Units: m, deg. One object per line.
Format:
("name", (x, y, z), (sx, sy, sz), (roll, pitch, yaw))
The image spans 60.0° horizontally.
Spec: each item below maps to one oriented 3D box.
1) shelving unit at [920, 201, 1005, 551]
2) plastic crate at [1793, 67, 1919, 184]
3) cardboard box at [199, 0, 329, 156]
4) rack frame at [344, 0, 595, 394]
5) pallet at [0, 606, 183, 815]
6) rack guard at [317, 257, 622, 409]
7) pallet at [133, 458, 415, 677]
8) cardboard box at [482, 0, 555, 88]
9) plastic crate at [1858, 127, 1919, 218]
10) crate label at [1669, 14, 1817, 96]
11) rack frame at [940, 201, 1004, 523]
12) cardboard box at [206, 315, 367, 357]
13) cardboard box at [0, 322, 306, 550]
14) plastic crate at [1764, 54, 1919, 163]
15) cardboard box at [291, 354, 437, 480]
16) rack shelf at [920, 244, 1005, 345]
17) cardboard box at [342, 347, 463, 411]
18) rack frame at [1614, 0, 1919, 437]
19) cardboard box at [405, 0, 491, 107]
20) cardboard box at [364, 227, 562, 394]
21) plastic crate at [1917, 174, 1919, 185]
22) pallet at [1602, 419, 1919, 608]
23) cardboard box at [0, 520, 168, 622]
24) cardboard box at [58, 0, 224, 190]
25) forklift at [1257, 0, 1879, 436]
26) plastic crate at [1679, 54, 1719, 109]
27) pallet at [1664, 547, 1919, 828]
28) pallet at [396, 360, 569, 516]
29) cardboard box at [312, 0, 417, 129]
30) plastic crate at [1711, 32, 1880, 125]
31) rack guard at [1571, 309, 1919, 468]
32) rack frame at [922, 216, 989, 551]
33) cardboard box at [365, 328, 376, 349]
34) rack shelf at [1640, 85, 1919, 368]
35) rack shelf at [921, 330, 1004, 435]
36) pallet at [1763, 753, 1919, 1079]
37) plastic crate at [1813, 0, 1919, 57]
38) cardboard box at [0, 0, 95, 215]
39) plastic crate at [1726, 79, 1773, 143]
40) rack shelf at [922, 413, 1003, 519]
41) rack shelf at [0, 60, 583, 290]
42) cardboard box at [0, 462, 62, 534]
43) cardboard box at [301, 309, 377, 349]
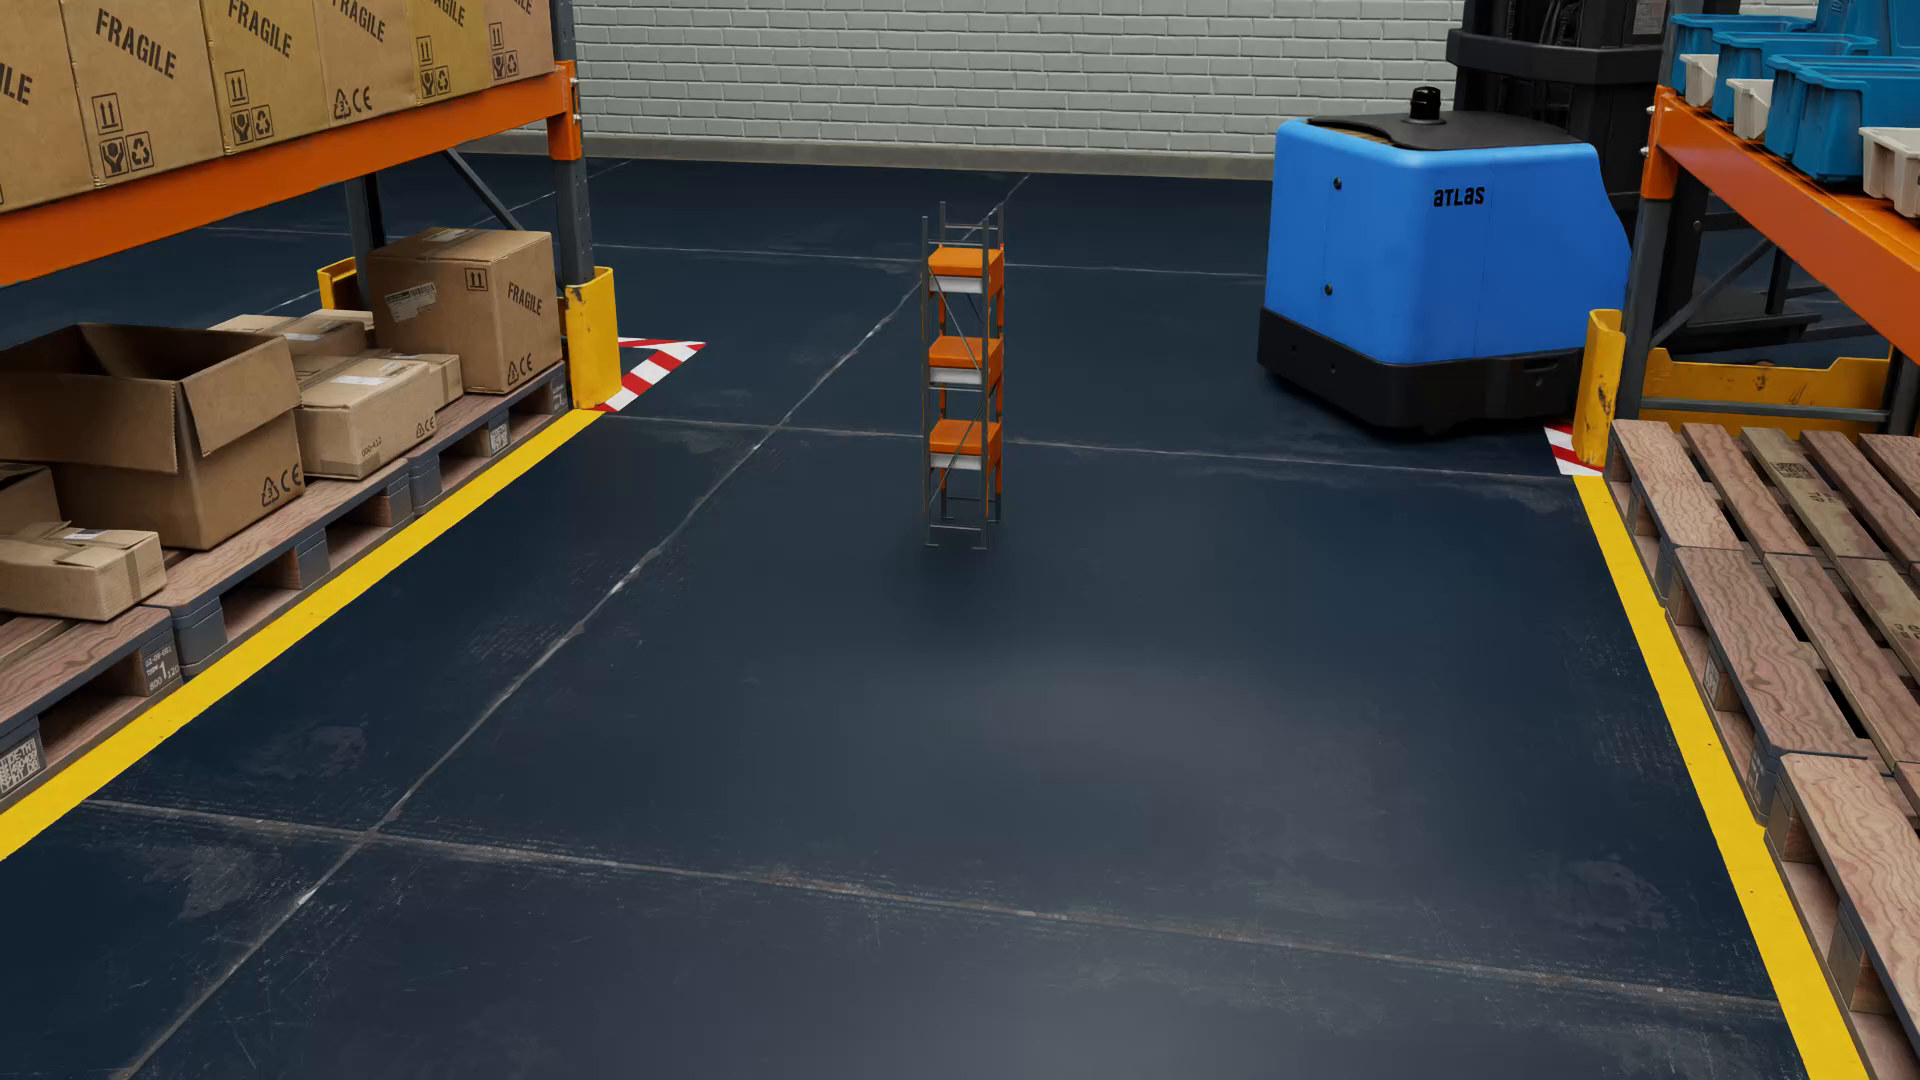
("shelving unit", (0.011, -0.507, 5.206), (0.215, 1.050, 0.252), (4, 22, 11))
("plastic crate", (2.161, -0.960, 3.867), (0.416, 0.233, 0.300), (4, 22, 11))
("cardboard box", (-2.122, -1.351, 4.560), (0.500, 0.500, 0.500), (4, 22, 10))
("rack frame", (-1.985, -2.046, 6.418), (1.000, 3.000, 0.127), (4, 22, 11))
("pallet", (-2.660, 0.460, 3.930), (1.003, 0.211, 1.213), (4, 22, 11))
("rack guard", (-2.000, -0.858, 6.816), (1.175, 0.500, 0.348), (4, 22, 11))
("pallet", (-2.413, 0.012, 5.041), (1.003, 0.211, 1.213), (4, 22, 11))
("cardboard box", (-1.810, -1.908, 5.941), (0.500, 0.500, 0.500), (5, 23, 13))
("plastic crate", (2.108, -0.769, 3.521), (0.293, 0.136, 0.466), (4, 22, 11))
("crate label", (2.491, -1.552, 5.335), (0.416, 0.233, 0.303), (4, 22, 11))
("rack frame", (0.036, -0.551, 5.317), (0.200, 1.050, 0.008), (4, 22, 11))
("cardboard box", (-2.475, -0.614, 5.955), (0.500, 0.250, 0.500), (4, 22, 11))
("cardboard box", (-2.423, -0.316, 4.877), (0.797, 0.503, 0.637), (4, 22, 11))
("plastic crate", (2.222, -1.070, 4.139), (0.416, 0.233, 0.300), (4, 22, 11))
("cardboard box", (-2.078, -0.412, 5.452), (0.500, 0.250, 0.500), (4, 22, 11))
("rack shelf", (0.011, -0.760, 5.104), (0.215, 0.259, 0.240), (4, 22, 11))
("cardboard box", (-2.025, -0.577, 5.974), (0.380, 0.166, 0.250), (4, 22, 11))
("rack frame", (2.864, -1.667, 5.477), (1.000, 3.000, 0.127), (4, 22, 11))
("cardboard box", (-1.912, -1.718, 5.469), (0.500, 0.500, 0.500), (5, 22, 11))
("cardboard box", (-1.855, -0.873, 6.262), (0.500, 0.500, 0.500), (4, 22, 11))
("plastic crate", (2.013, -0.534, 2.952), (0.437, 0.125, 0.590), (4, 22, 11))
("pallet", (2.657, -0.075, 5.256), (1.003, 0.211, 1.213), (4, 22, 11))
("cardboard box", (-2.337, 0.073, 4.360), (0.380, 0.166, 0.250), (4, 22, 11))
("cardboard box", (-2.225, -1.165, 4.098), (0.500, 0.500, 0.500), (4, 22, 11))
("forklift", (2.830, -2.068, 6.564), (3.031, 2.935, 1.130), (-7, 23, -18))
("plastic crate", (2.344, -1.396, 5.077), (0.250, 0.136, 0.298), (4, 22, 11))
("pallet", (2.406, 0.370, 4.152), (1.003, 0.211, 1.213), (4, 22, 11))
("pallet", (-2.162, -0.433, 6.146), (1.003, 0.211, 1.213), (4, 22, 11))
("cardboard box", (-2.019, -1.536, 5.017), (0.500, 0.500, 0.500), (5, 22, 11))
("plastic crate", (2.357, -1.311, 4.737), (0.416, 0.233, 0.300), (4, 22, 11))
("rack guard", (2.856, -0.517, 5.968), (1.175, 0.500, 0.348), (4, 22, 11))
("rack frame", (-0.014, -0.462, 5.095), (0.200, 1.050, 0.008), (4, 22, 11))
("cardboard box", (-2.458, -0.717, 6.323), (0.380, 0.166, 0.250), (4, 22, 11))
("rack shelf", (2.455, -0.602, 3.795), (1.077, 0.370, 4.000), (4, 22, 11))
("rack shelf", (0.011, -0.497, 5.210), (0.215, 0.259, 0.240), (4, 22, 11))
("pallet", (2.159, 0.818, 3.041), (1.003, 0.211, 1.213), (4, 22, 11))
("plastic crate", (2.978, -1.574, 5.120), (0.616, 0.435, 0.499), (4, 22, 11))
("cardboard box", (-2.329, -0.982, 3.644), (0.500, 0.500, 0.500), (5, 22, 12))
("plastic crate", (2.206, -1.148, 4.461), (0.250, 0.136, 0.298), (4, 22, 11))
("rack shelf", (0.011, -0.239, 5.314), (0.215, 0.259, 0.240), (4, 22, 11))
("rack shelf", (-2.393, -0.981, 4.736), (1.077, 0.370, 4.000), (4, 22, 11))
("cardboard box", (-2.809, -0.044, 4.458), (0.500, 0.311, 0.500), (4, 22, 11))
("cardboard box", (-2.407, -0.800, 6.553), (0.380, 0.149, 0.250), (4, 22, 11))
